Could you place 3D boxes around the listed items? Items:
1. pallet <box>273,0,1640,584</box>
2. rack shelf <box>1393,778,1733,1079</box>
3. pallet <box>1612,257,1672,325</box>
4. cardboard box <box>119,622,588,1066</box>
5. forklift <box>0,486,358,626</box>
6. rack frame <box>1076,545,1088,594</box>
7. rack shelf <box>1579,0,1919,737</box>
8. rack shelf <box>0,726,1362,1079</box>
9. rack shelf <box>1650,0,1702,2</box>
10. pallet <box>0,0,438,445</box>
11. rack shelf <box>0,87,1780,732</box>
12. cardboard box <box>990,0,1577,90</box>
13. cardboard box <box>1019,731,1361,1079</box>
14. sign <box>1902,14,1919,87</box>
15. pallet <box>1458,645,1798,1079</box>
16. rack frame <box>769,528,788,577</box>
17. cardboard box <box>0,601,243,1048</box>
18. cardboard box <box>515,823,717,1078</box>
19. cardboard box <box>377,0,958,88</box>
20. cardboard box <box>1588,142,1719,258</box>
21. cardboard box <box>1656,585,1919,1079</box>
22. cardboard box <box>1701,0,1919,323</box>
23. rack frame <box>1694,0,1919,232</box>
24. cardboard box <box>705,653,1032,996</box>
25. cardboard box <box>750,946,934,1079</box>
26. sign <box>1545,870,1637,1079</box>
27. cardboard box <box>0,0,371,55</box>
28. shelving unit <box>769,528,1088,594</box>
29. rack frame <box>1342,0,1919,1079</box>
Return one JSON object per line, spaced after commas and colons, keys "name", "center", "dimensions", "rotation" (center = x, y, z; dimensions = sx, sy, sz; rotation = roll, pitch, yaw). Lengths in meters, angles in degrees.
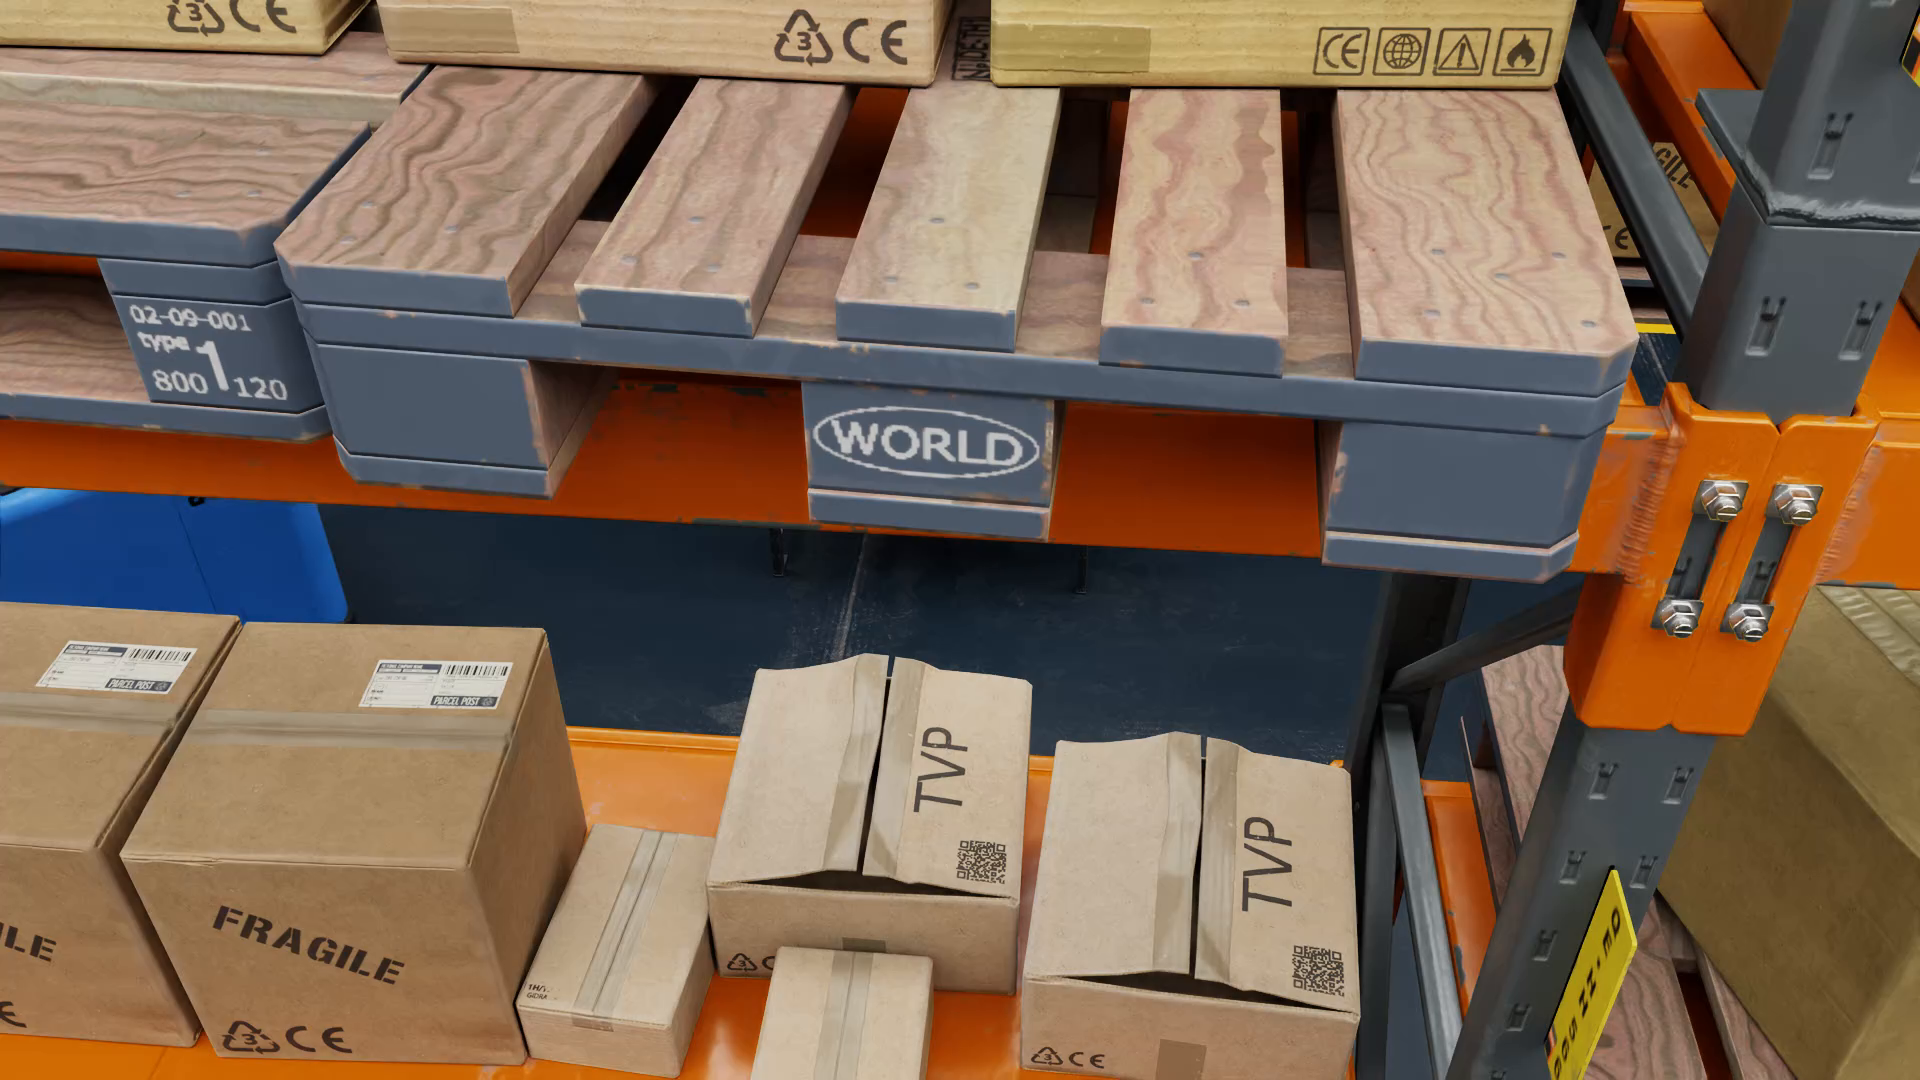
{"name": "pallet", "center": [0.053, -0.464, 1.718], "dimensions": [1.003, 0.211, 1.213], "rotation": [5, 39, 6]}
{"name": "rack shelf", "center": [2.729, 0.994, 2.722], "dimensions": [4.000, 0.370, 1.077], "rotation": [3, 39, 4]}
{"name": "pallet", "center": [3.151, -1.269, 7.142], "dimensions": [1.213, 0.211, 1.003], "rotation": [3, 39, 4]}
{"name": "cardboard box", "center": [-0.937, 0.487, 2.697], "dimensions": [0.500, 0.500, 0.500], "rotation": [1, 39, 1]}
{"name": "forklift", "center": [-3.311, -0.357, 3.867], "dimensions": [3.031, 2.935, 1.130], "rotation": [-25, 45, -27]}
{"name": "rack frame", "center": [0.421, -0.559, 5.248], "dimensions": [0.032, 1.500, 0.500], "rotation": [3, 39, 4]}
{"name": "rack shelf", "center": [2.729, -0.169, 1.775], "dimensions": [4.000, 0.370, 1.077], "rotation": [3, 39, 4]}
{"name": "rack shelf", "center": [-1.256, 0.777, 2.990], "dimensions": [4.000, 0.370, 1.077], "rotation": [3, 39, 4]}
{"name": "rack shelf", "center": [3.153, -2.121, 6.550], "dimensions": [4.000, 0.370, 1.077], "rotation": [3, 39, 4]}
{"name": "pallet", "center": [-1.062, -0.523, 1.790], "dimensions": [1.213, 0.211, 1.003], "rotation": [5, 39, 6]}
{"name": "rack shelf", "center": [-1.256, -0.387, 2.043], "dimensions": [4.000, 0.370, 1.077], "rotation": [3, 39, 4]}
{"name": "cardboard box", "center": [0.280, -0.651, 1.583], "dimensions": [0.500, 0.250, 0.500], "rotation": [0, 39, 1]}
{"name": "cardboard box", "center": [0.378, 0.594, 2.715], "dimensions": [0.500, 0.311, 0.500], "rotation": [5, 39, 7]}
{"name": "sign", "center": [0.681, -0.439, 1.065], "dimensions": [0.005, 0.325, 0.100], "rotation": [3, 39, 4]}
{"name": "pallet", "center": [1.418, 0.674, 2.698], "dimensions": [1.003, 0.211, 1.213], "rotation": [3, 39, 4]}
{"name": "rack frame", "center": [-0.591, -0.614, 5.316], "dimensions": [0.032, 1.500, 0.500], "rotation": [3, 39, 4]}
{"name": "cardboard box", "center": [-1.461, 0.458, 2.732], "dimensions": [0.500, 0.500, 0.500], "rotation": [3, 39, 4]}
{"name": "cardboard box", "center": [-0.539, 0.670, 2.750], "dimensions": [0.250, 0.149, 0.380], "rotation": [6, 40, 7]}
{"name": "cardboard box", "center": [-0.244, -0.668, 1.605], "dimensions": [0.500, 0.250, 0.500], "rotation": [4, 39, 5]}
{"name": "cardboard box", "center": [2.754, -1.664, 6.788], "dimensions": [0.750, 0.750, 0.750], "rotation": [3, 39, 4]}
{"name": "cardboard box", "center": [1.374, 0.368, 2.510], "dimensions": [0.500, 0.500, 0.700], "rotation": [-9, 40, -11]}
{"name": "cardboard box", "center": [1.174, -0.593, 1.647], "dimensions": [0.500, 0.500, 0.910], "rotation": [3, 39, 4]}
{"name": "rack frame", "center": [0.737, -1.720, 0.735], "dimensions": [0.127, 3.000, 1.000], "rotation": [3, 39, 4]}
{"name": "cardboard box", "center": [-0.138, 0.471, 2.866], "dimensions": [0.500, 0.311, 0.500], "rotation": [3, 39, 3]}
{"name": "cardboard box", "center": [-0.183, 0.829, 2.555], "dimensions": [0.250, 0.149, 0.380], "rotation": [3, 39, 4]}
{"name": "sign", "center": [0.692, 0.507, 1.834], "dimensions": [0.005, 0.325, 0.100], "rotation": [3, 39, 4]}
{"name": "cardboard box", "center": [-0.813, -0.706, 1.652], "dimensions": [0.500, 0.250, 0.500], "rotation": [2, 39, 3]}
{"name": "shelving unit", "center": [-0.085, -0.586, 5.282], "dimensions": [1.048, 1.500, 0.538], "rotation": [3, 39, 4]}
{"name": "rack frame", "center": [0.737, 0.607, 2.629], "dimensions": [0.127, 3.000, 1.000], "rotation": [3, 39, 4]}
